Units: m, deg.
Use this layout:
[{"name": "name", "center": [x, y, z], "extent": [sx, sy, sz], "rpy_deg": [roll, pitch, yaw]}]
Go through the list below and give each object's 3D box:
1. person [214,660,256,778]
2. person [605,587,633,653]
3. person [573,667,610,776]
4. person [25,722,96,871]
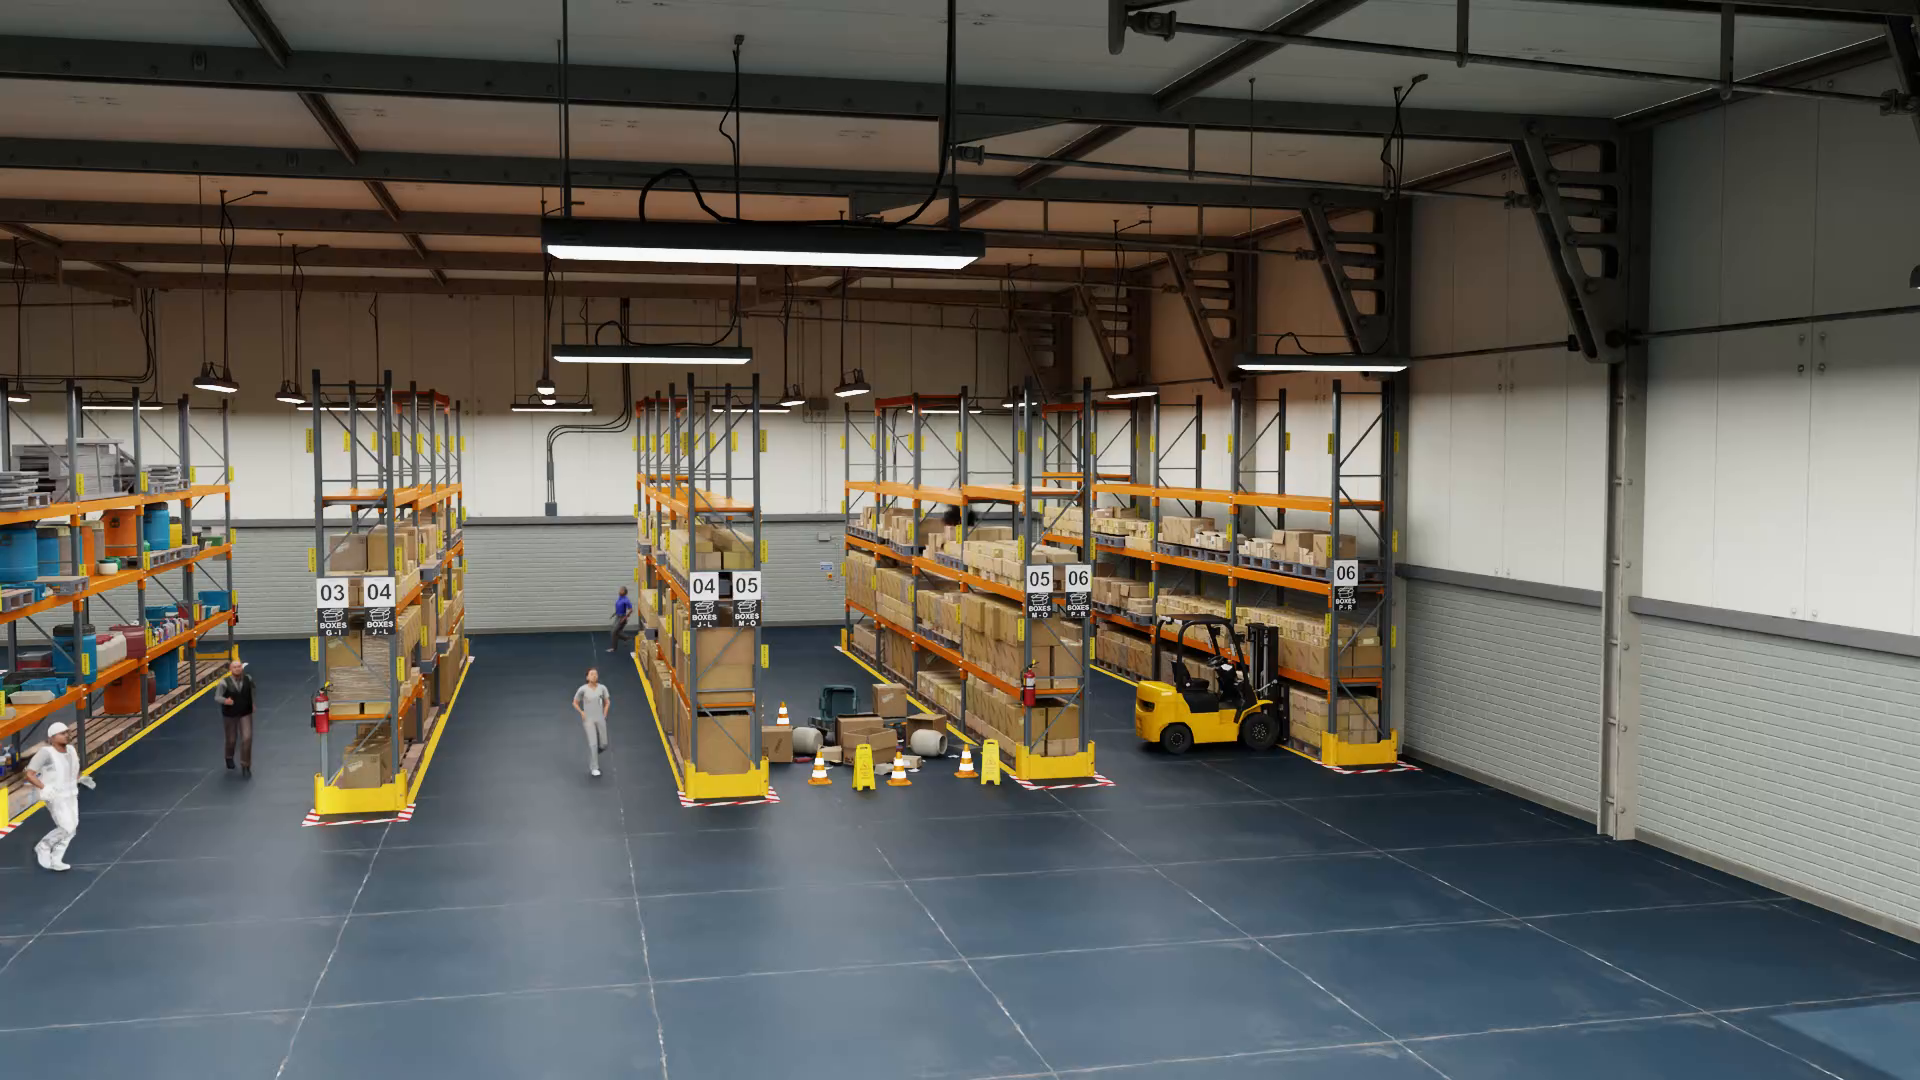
[{"name": "person", "center": [-10.970, 2.687, 25.213], "extent": [0.622, 1.749, 0.900], "rpy_deg": [-2, 4, -31]}, {"name": "person", "center": [-8.097, 1.907, 39.878], "extent": [0.680, 1.588, 0.625], "rpy_deg": [-3, 4, -41]}, {"name": "person", "center": [-5.577, 2.732, 25.210], "extent": [0.565, 1.621, 0.635], "rpy_deg": [-2, 4, -27]}, {"name": "person", "center": [-10.498, 3.001, 19.456], "extent": [0.582, 1.736, 0.656], "rpy_deg": [1, 3, 11]}]
